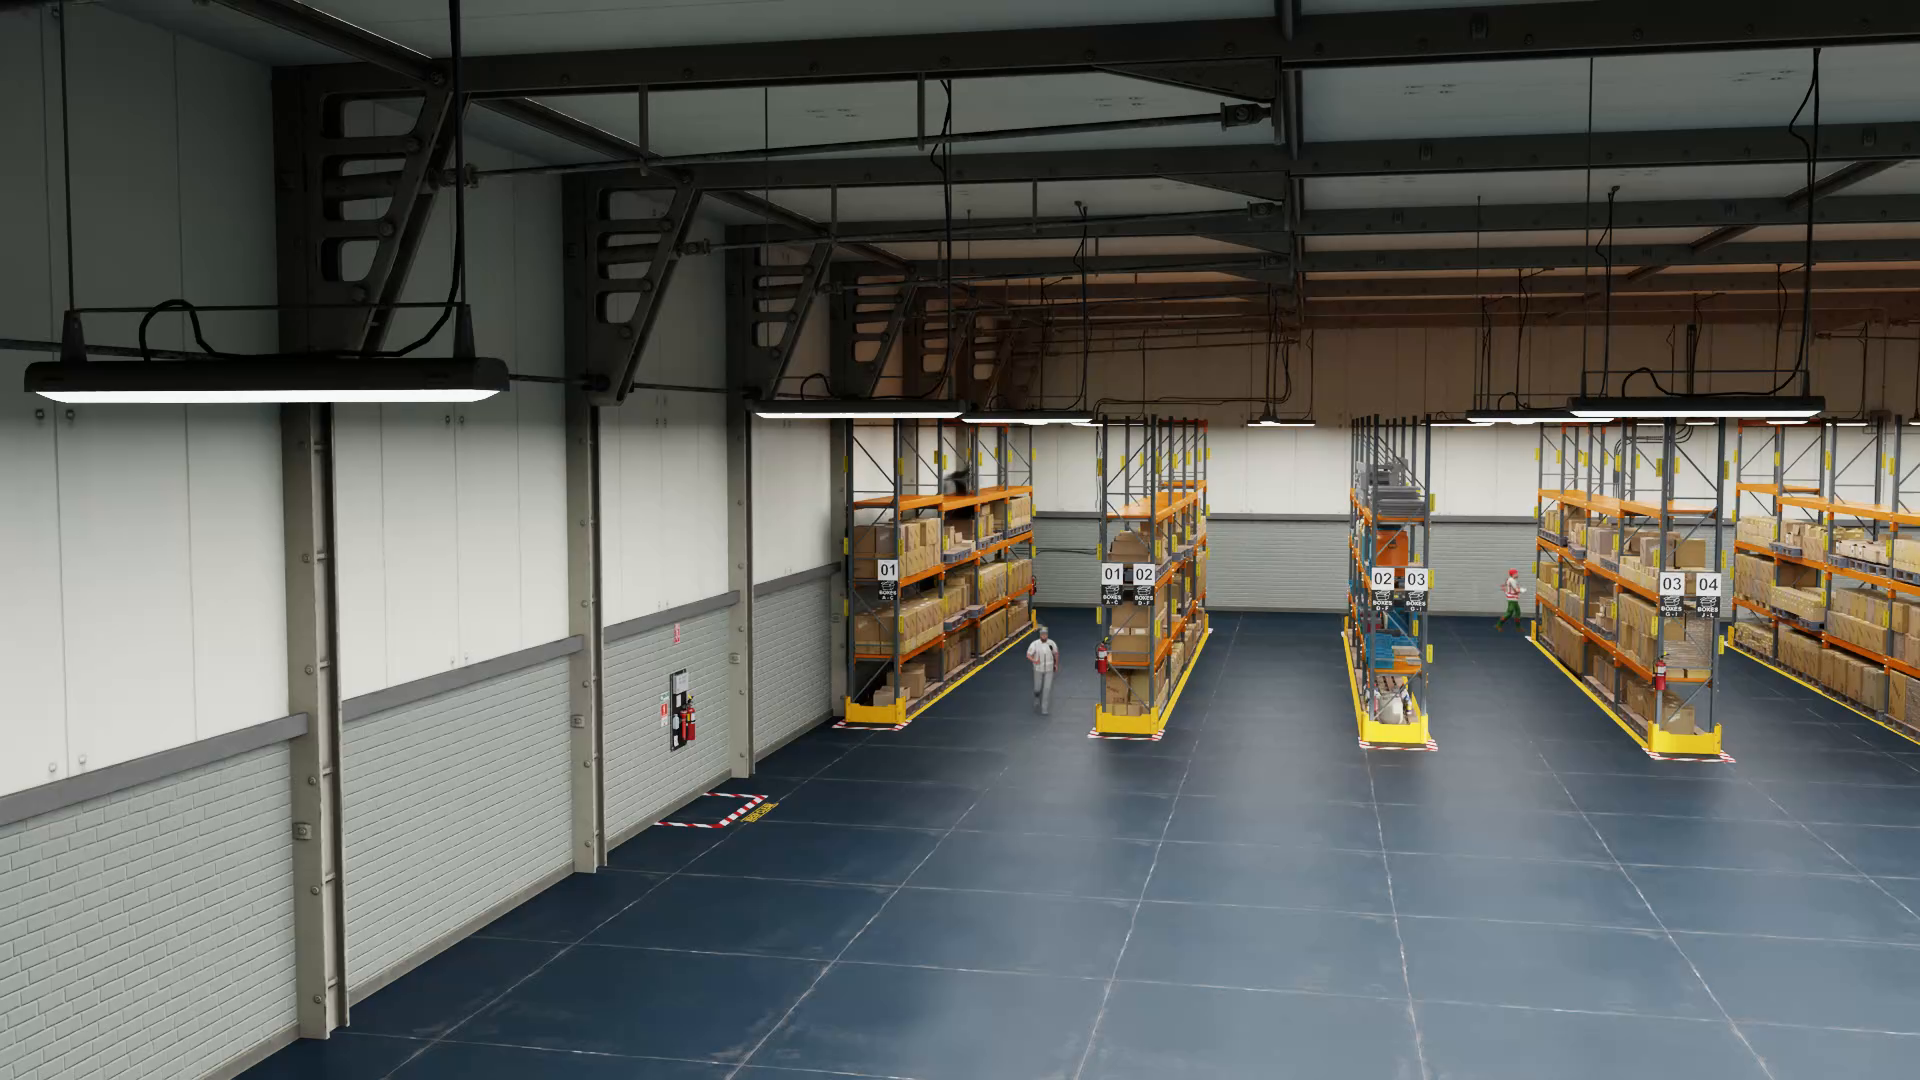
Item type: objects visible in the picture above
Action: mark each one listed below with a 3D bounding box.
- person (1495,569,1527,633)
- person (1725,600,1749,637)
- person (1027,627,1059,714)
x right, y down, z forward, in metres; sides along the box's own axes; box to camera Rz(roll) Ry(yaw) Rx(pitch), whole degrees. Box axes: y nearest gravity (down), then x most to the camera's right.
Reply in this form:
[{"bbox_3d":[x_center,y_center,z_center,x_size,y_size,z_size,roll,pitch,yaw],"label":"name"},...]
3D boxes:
[{"bbox_3d":[15.432,1.704,46.500,0.910,1.802,0.688,1,4,9],"label":"person"},{"bbox_3d":[21.296,1.853,45.240,0.924,1.730,0.766,2,5,33],"label":"person"},{"bbox_3d":[1.686,2.607,33.621,0.668,1.748,0.741,0,4,-5],"label":"person"}]
